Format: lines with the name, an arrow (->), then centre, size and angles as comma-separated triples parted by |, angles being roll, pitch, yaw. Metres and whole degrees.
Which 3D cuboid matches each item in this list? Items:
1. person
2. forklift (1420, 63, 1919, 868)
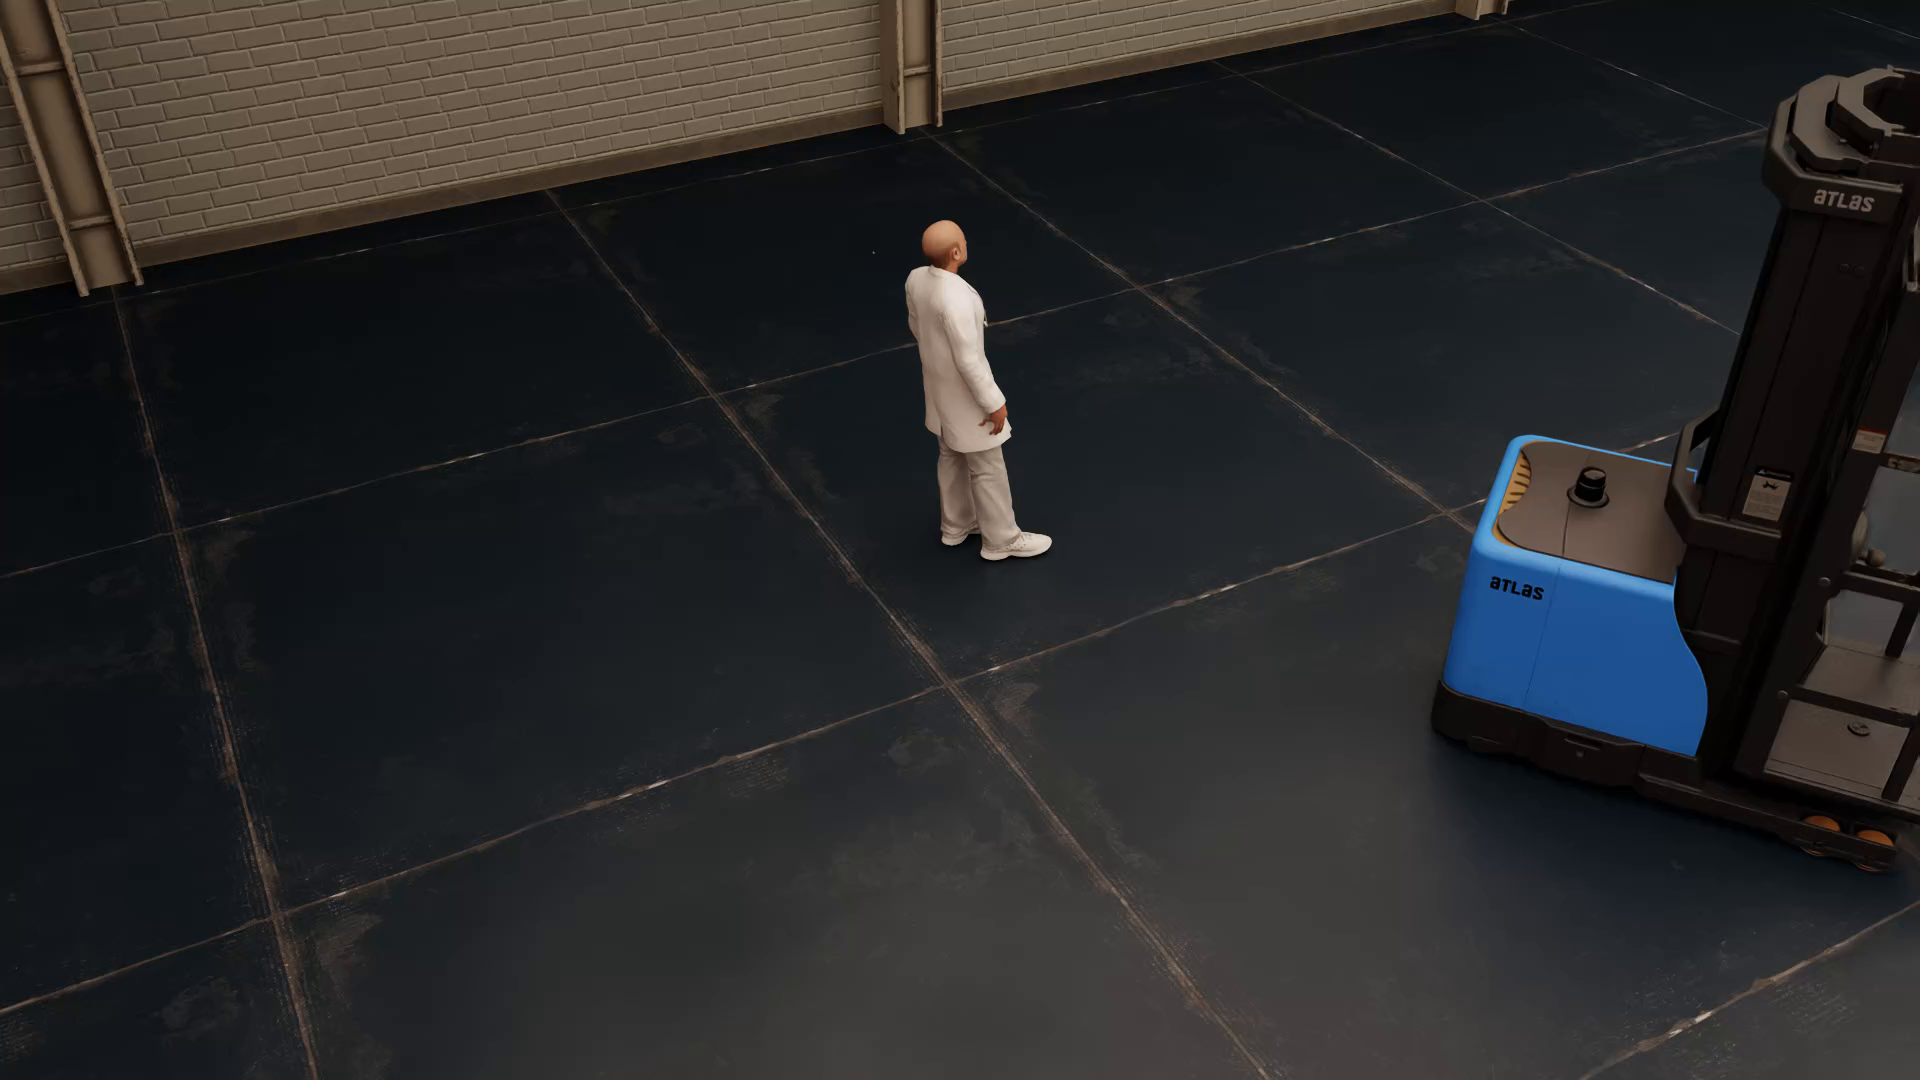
person -> 0.083, -0.749, 8.181 | 0.578, 1.765, 0.696 | -17, 39, -23
forklift -> 3.609, -0.215, 6.427 | 3.031, 2.935, 1.130 | 15, 38, 20
